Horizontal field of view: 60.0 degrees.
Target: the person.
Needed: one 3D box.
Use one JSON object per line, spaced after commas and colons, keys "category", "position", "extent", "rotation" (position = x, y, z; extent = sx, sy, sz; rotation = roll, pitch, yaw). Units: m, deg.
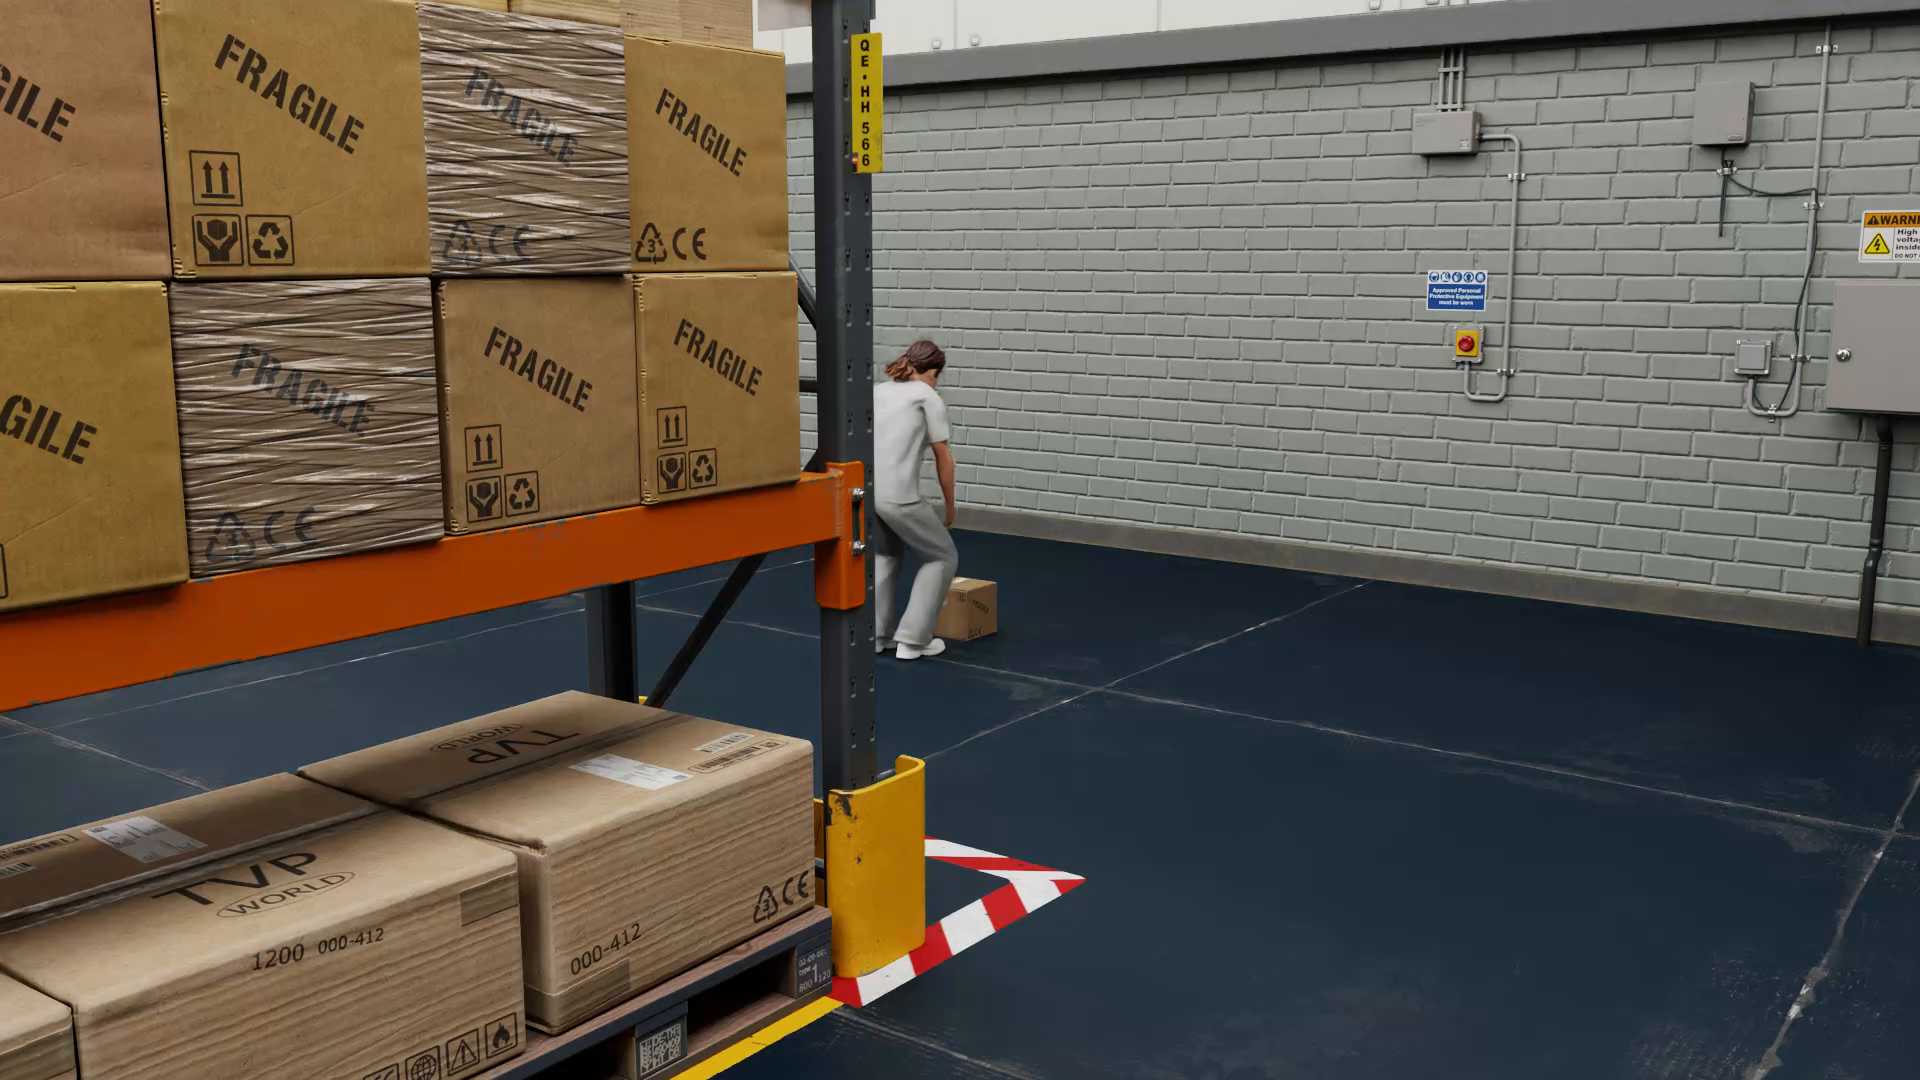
{"category": "person", "position": [-0.274, -0.193, 7.707], "extent": [0.488, 1.444, 0.596], "rotation": [7, 12, 36]}
